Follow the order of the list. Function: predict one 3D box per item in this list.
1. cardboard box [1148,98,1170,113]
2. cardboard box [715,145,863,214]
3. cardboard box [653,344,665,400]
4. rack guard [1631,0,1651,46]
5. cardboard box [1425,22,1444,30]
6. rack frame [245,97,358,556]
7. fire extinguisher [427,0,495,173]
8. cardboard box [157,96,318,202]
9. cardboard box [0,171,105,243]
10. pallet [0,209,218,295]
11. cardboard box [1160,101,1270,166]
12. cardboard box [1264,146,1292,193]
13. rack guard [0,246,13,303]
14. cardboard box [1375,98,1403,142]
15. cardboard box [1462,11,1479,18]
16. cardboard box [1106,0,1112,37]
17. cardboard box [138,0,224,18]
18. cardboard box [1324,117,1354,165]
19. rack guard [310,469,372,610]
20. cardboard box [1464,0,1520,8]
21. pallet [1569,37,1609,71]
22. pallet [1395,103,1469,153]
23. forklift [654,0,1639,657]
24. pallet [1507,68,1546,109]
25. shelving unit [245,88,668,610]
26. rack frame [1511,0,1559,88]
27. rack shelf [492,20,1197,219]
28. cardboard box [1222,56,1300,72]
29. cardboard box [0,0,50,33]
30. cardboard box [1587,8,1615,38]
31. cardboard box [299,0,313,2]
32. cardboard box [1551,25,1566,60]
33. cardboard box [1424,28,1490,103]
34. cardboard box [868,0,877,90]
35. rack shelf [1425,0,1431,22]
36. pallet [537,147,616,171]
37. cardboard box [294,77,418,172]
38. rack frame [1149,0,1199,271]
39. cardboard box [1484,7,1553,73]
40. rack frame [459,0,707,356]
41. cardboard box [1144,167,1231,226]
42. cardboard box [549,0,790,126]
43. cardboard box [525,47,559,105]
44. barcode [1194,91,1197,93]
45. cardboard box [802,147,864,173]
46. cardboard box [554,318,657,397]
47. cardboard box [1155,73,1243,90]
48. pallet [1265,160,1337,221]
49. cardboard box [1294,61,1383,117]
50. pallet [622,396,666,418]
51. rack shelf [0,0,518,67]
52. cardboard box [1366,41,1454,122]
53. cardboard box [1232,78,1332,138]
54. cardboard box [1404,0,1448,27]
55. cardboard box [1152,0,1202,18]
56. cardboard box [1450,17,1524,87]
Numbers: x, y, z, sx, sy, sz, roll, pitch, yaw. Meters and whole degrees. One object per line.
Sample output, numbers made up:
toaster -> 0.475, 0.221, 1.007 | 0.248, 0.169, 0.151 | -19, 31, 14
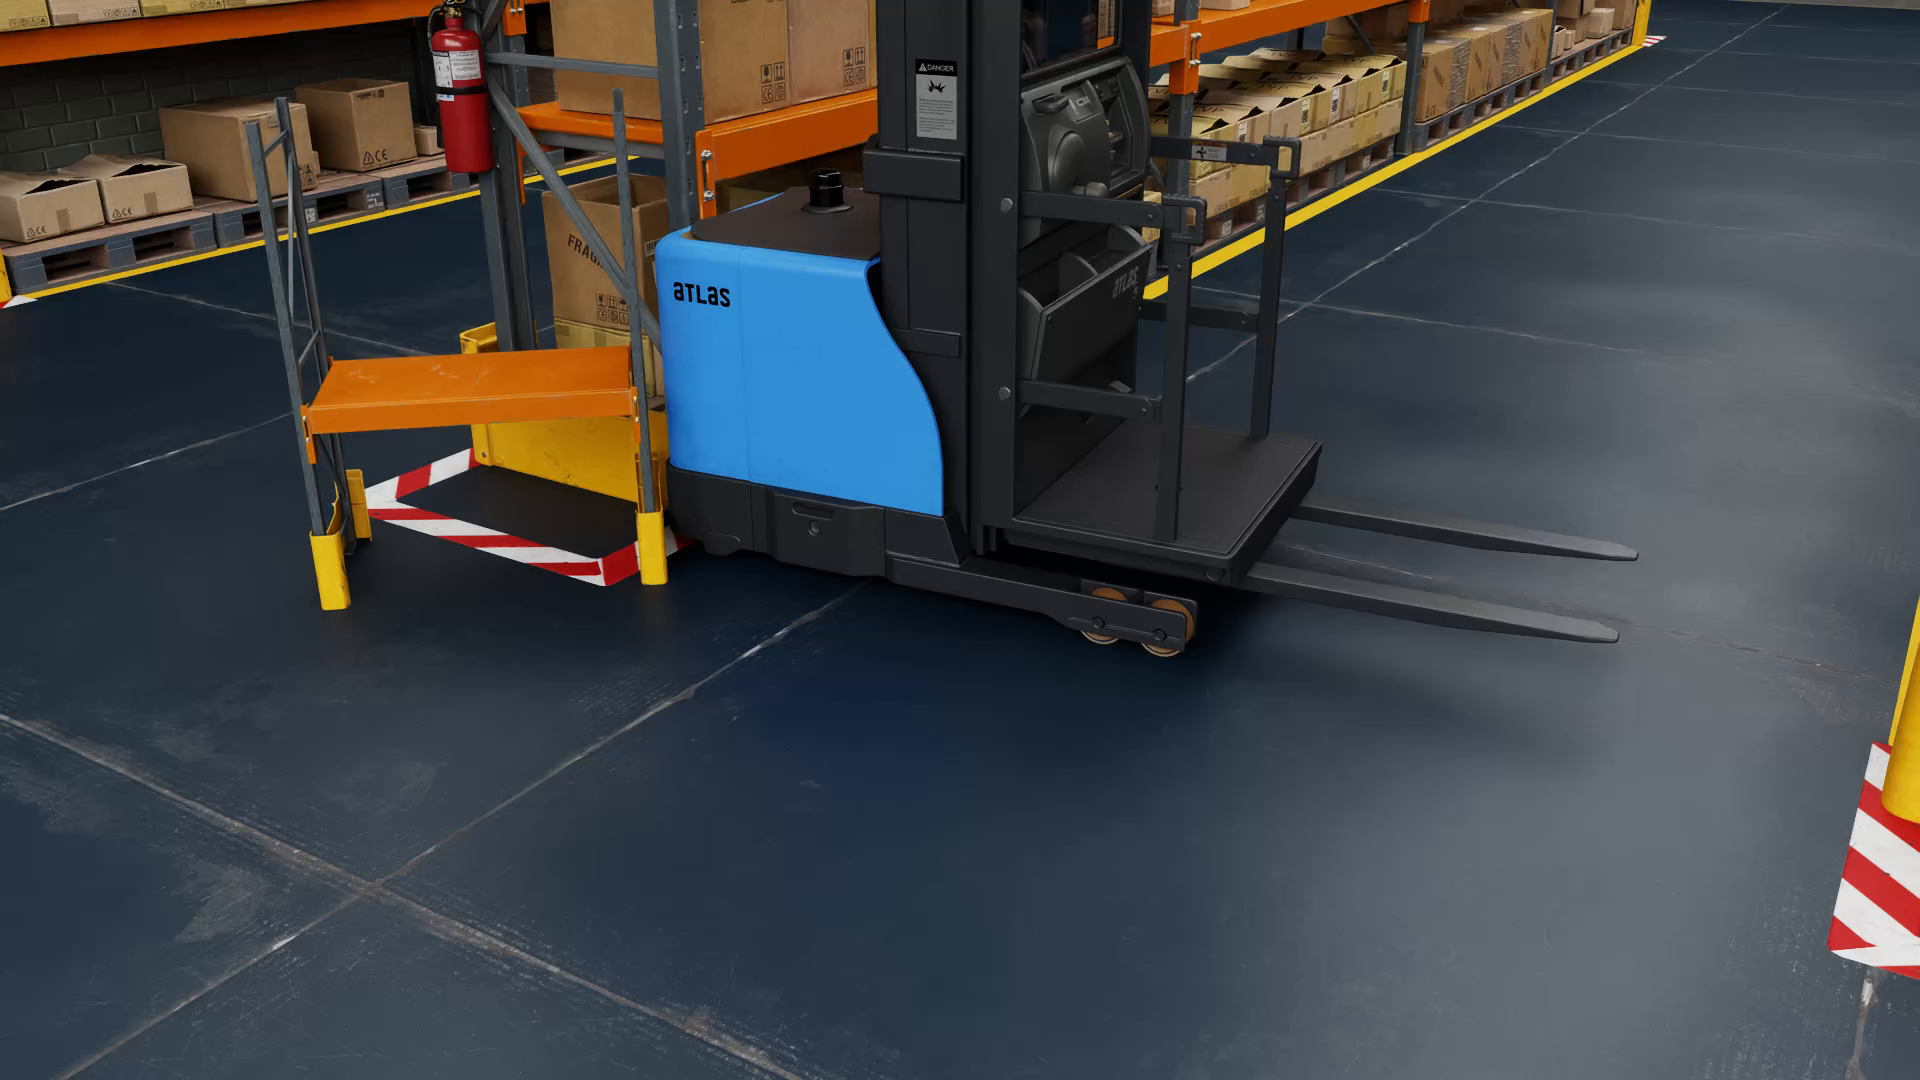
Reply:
cardboard box -> 1.034, -2.544, 10.077 | 0.500, 0.311, 0.500 | 15, 27, 30
cardboard box -> -0.770, -1.491, 7.406 | 0.500, 0.500, 0.500 | 14, 27, 29
cardboard box -> -0.843, -0.697, 6.517 | 0.500, 0.250, 0.500 | 14, 27, 29
rack guard -> 7.085, -5.859, 18.655 | 1.175, 0.500, 0.348 | 14, 27, 29
cardboard box -> 3.744, -4.105, 14.048 | 0.500, 0.500, 0.500 | 13, 26, 27
rack frame -> -2.046, -0.582, 5.207 | 0.032, 1.500, 0.500 | -4, 24, -10
fire extinguisher -> -1.772, -1.654, 5.892 | 0.296, 0.674, 0.183 | 14, 27, 29
cardboard box -> -4.354, -2.368, 10.036 | 0.700, 0.500, 0.500 | 12, 26, 26
cardboard box -> -5.084, -1.851, 9.081 | 0.500, 0.311, 0.500 | 11, 26, 23
pallet -> -5.027, -1.681, 9.368 | 1.003, 0.211, 1.213 | 14, 27, 29
cardboard box -> 1.493, -2.425, 9.803 | 0.500, 0.311, 0.500 | 14, 27, 28
cardboard box -> 1.760, -2.345, 10.323 | 0.500, 0.250, 0.500 | 13, 27, 27
rack guard -> -5.485, -1.547, 8.695 | 1.175, 0.500, 0.348 | 14, 27, 29
cardboard box -> 2.835, -3.034, 11.915 | 0.500, 0.250, 0.500 | 15, 27, 30
cardboard box -> 4.281, -4.442, 14.828 | 0.500, 0.500, 0.500 | 14, 27, 30
cardboard box -> 0.566, -2.877, 8.493 | 0.700, 0.500, 0.500 | 13, 27, 28
cardboard box -> -4.463, -3.056, 9.197 | 0.500, 0.250, 0.500 | 13, 27, 28
cardboard box -> 2.298, -2.690, 11.121 | 0.500, 0.250, 0.500 | 15, 27, 30
rack guard -> -2.027, -0.010, 5.458 | 0.087, 0.250, 0.587 | -4, 24, -10
cardboard box -> 5.075, -4.988, 16.090 | 0.500, 0.500, 0.500 | 14, 27, 29
pallet -> 6.021, -5.047, 17.143 | 1.003, 0.211, 1.213 | 14, 27, 29
pallet -> 3.331, -3.296, 13.099 | 1.003, 0.211, 1.213 | 14, 27, 29
forklift -> 0.570, -1.239, 4.922 | 3.031, 2.935, 1.130 | 11, 26, 23
pallet -> 4.618, -4.120, 15.001 | 1.003, 0.211, 1.213 | 14, 27, 29
shelving unit -> -1.537, -0.621, 5.295 | 1.083, 1.500, 0.587 | -4, 24, -10
rack frame -> 5.015, -5.682, 15.099 | 1.000, 3.000, 0.127 | 14, 27, 29
rack shelf -> -0.260, -1.977, 7.446 | 1.077, 0.370, 4.000 | 14, 27, 29
cardboard box -> 2.109, -3.226, 11.653 | 0.500, 0.311, 0.500 | 13, 27, 28
cardboard box -> -4.998, -2.707, 8.391 | 0.500, 0.250, 0.500 | 13, 27, 27
cardboard box -> 6.521, -5.423, 17.408 | 0.500, 0.250, 0.500 | 14, 27, 29
cardboard box -> -3.930, -3.396, 9.983 | 0.500, 0.250, 0.500 | 14, 27, 29
cardboard box -> 5.420, -4.746, 15.769 | 0.500, 0.311, 0.500 | 14, 27, 29
cardboard box -> 3.928, -3.827, 13.406 | 0.500, 0.500, 0.500 | 13, 27, 28
cardboard box -> -0.518, -2.177, 6.878 | 0.700, 0.500, 0.500 | 14, 27, 29
rack shelf -> 3.960, -4.677, 13.683 | 1.077, 0.370, 4.000 | 14, 27, 29
pallet -> -3.006, -3.002, 12.419 | 1.003, 0.211, 1.213 | 14, 27, 29
cardboard box -> -3.929, -2.715, 10.838 | 0.500, 0.500, 0.500 | 12, 26, 25
rack frame -> 0.795, -2.982, 8.862 | 1.000, 3.000, 0.127 | 14, 27, 29
cardboard box -> 4.998, -4.510, 14.985 | 0.500, 0.500, 0.500 | 14, 27, 29
rack frame -> -1.315, -1.632, 5.744 | 1.000, 3.000, 0.127 | 14, 27, 29
cardboard box -> 1.218, -1.997, 9.520 | 0.500, 0.250, 0.500 | 13, 27, 28
cardboard box -> -1.058, -1.833, 6.082 | 0.700, 0.500, 0.500 | 14, 27, 29
cardboard box -> -3.041, -3.325, 12.248 | 0.700, 0.500, 0.500 | 15, 28, 31
barcode -> 1.283, -2.476, 9.078 | 0.001, 0.075, 0.075 | 14, 27, 29
cardboard box -> -0.328, -1.382, 7.155 | 0.500, 0.500, 0.500 | 14, 27, 29
cardboard box -> -1.283, -0.806, 6.768 | 0.500, 0.250, 0.500 | 14, 27, 29
cardboard box -> 1.568, -2.881, 10.855 | 0.500, 0.311, 0.500 | 13, 27, 28
pallet -> 1.793, -2.372, 10.965 | 1.003, 0.211, 1.213 | 14, 27, 29
cardboard box -> 2.569, -3.115, 11.396 | 0.500, 0.311, 0.500 | 13, 27, 28
pallet -> -0.947, -0.619, 6.914 | 1.003, 0.211, 1.213 | 14, 27, 29
rack shelf -> -4.470, -3.014, 9.841 | 1.077, 0.370, 4.000 | 14, 27, 29
cardboard box -> 3.388, -3.480, 12.607 | 0.500, 0.500, 0.500 | 15, 28, 31
cardboard box -> 2.035, -2.777, 10.615 | 0.500, 0.311, 0.500 | 15, 27, 30
cardboard box -> 3.761, -4.462, 13.929 | 0.500, 0.250, 0.500 | 13, 27, 28
cardboard box -> 1.018, -3.088, 9.297 | 0.500, 0.250, 0.500 | 16, 28, 32
cardboard box -> 4.465, -4.176, 14.213 | 0.500, 0.500, 0.500 | 14, 27, 30
